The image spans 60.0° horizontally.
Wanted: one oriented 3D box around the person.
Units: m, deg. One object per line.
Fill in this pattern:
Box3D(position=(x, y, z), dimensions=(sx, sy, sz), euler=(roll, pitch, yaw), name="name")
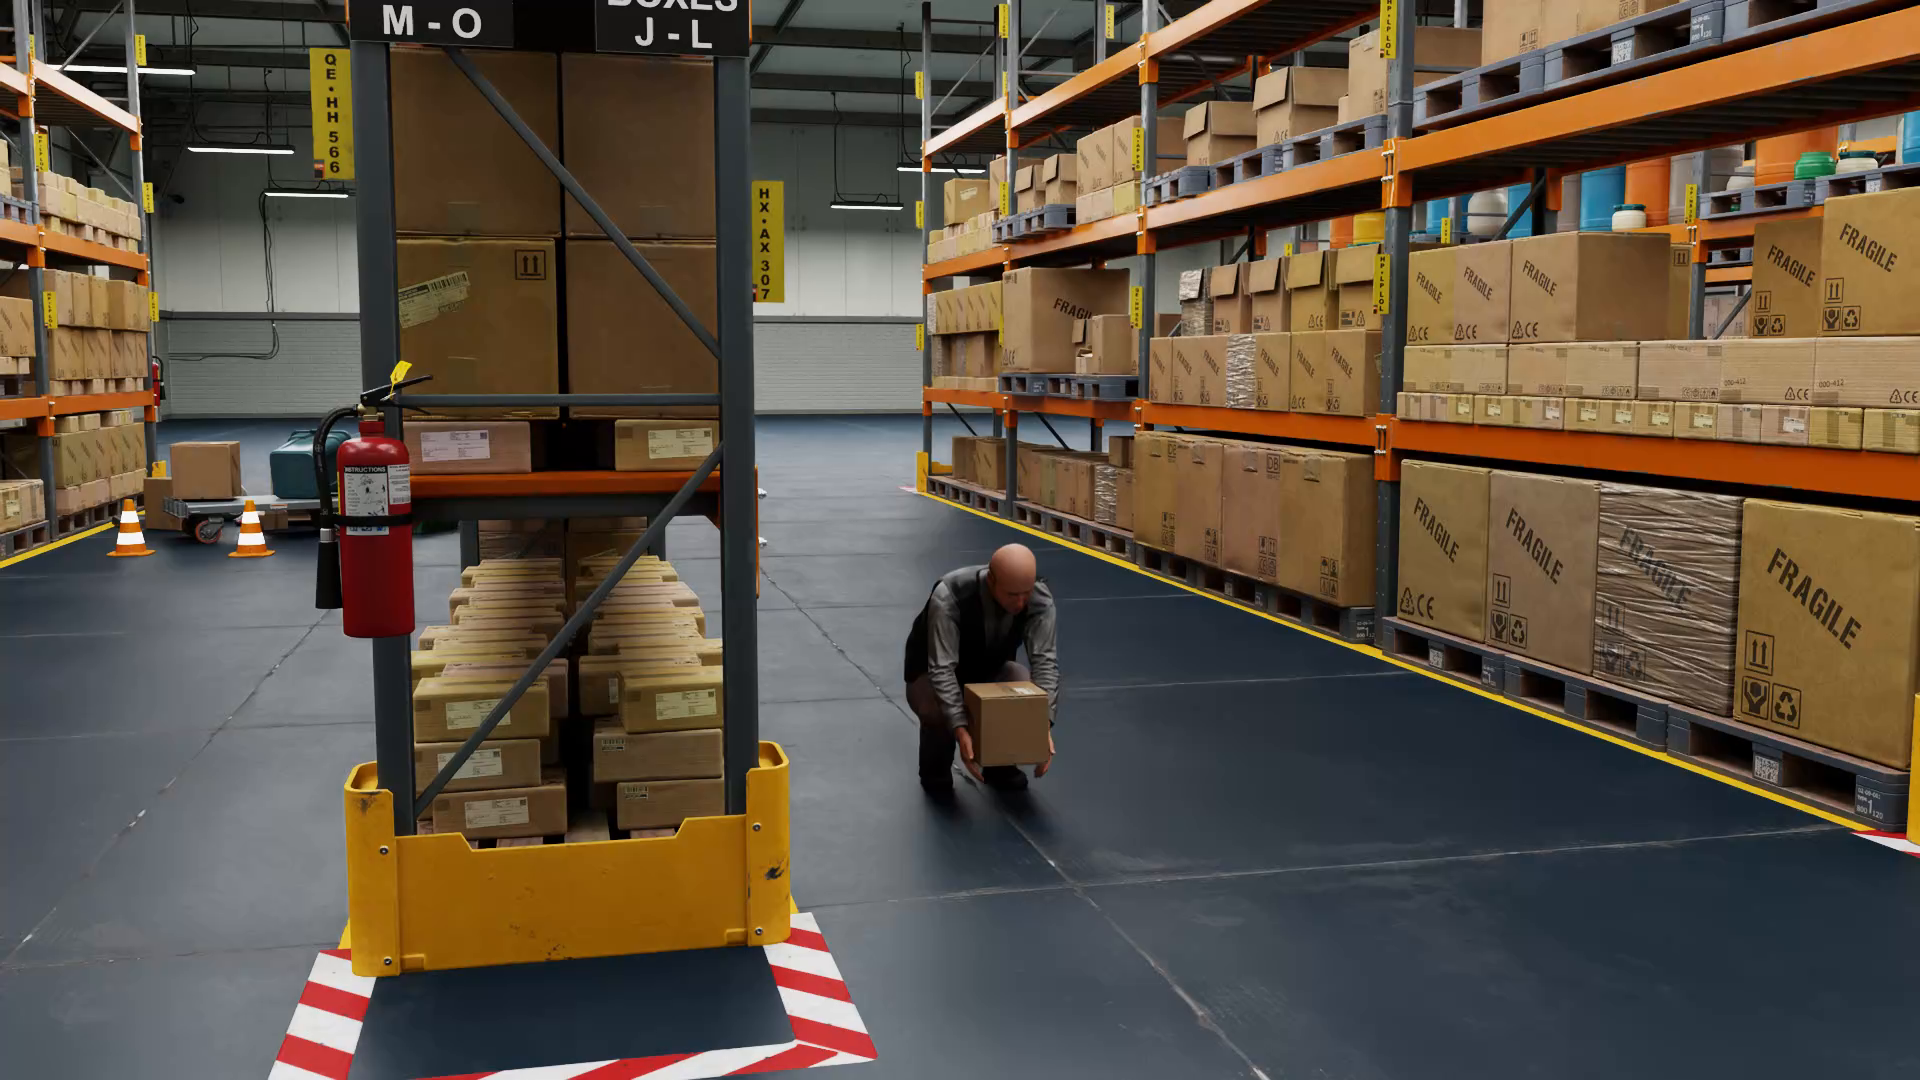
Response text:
Box3D(position=(0.084, 0.471, 6.258), dimensions=(0.528, 0.968, 0.859), euler=(-2, 6, -14), name="person")
